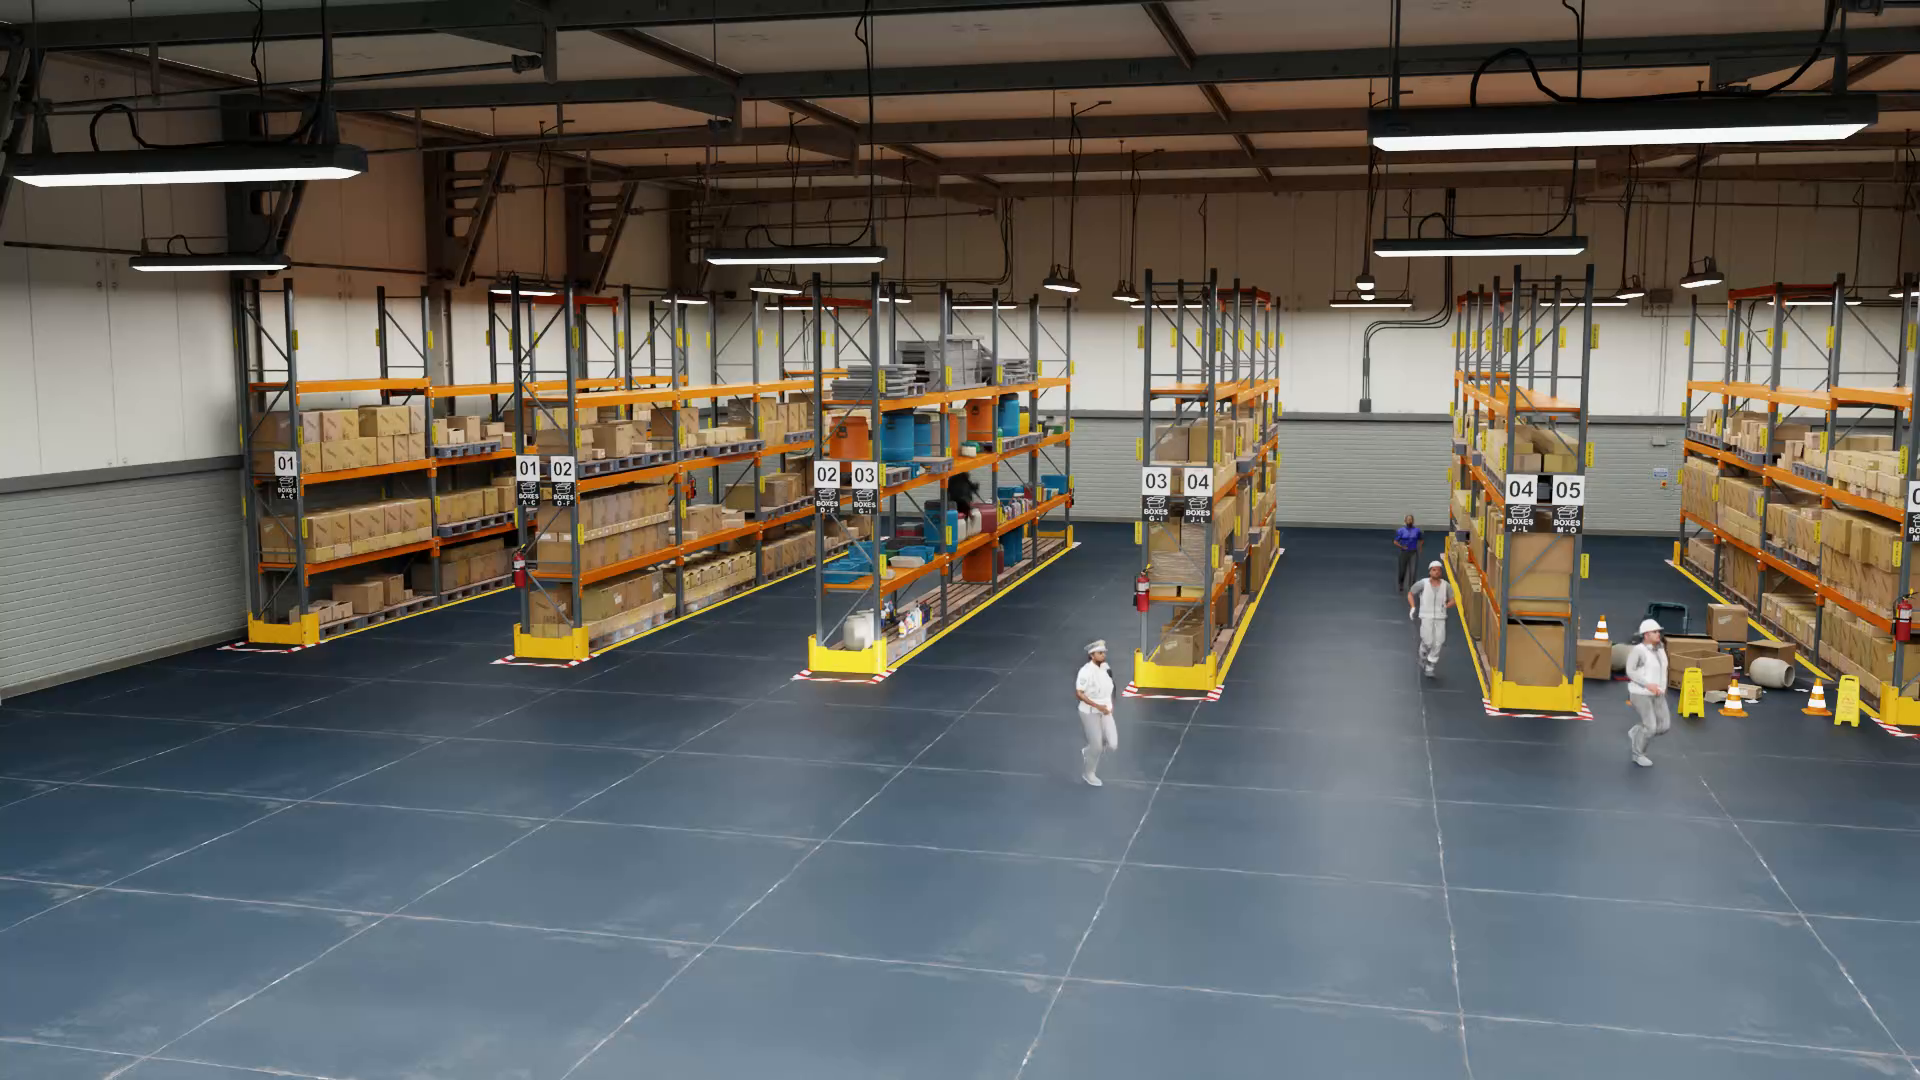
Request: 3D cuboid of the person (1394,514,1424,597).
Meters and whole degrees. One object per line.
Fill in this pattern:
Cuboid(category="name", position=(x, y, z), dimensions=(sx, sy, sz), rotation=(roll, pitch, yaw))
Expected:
Cuboid(category="person", position=(8.776, 0.305, 32.505), dimensions=(0.589, 1.619, 0.779), rotation=(1, 7, 8))

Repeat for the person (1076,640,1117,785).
Cuboid(category="person", position=(1.557, 1.939, 18.821), dimensions=(0.603, 1.663, 0.584), rotation=(-6, 9, -41))

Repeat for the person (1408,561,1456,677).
Cuboid(category="person", position=(7.025, 1.183, 24.686), dimensions=(0.665, 1.749, 0.576), rotation=(0, 7, 3))

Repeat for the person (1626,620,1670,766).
Cuboid(category="person", position=(8.146, 1.795, 19.686), dimensions=(0.692, 1.731, 0.599), rotation=(-4, 8, -29))
